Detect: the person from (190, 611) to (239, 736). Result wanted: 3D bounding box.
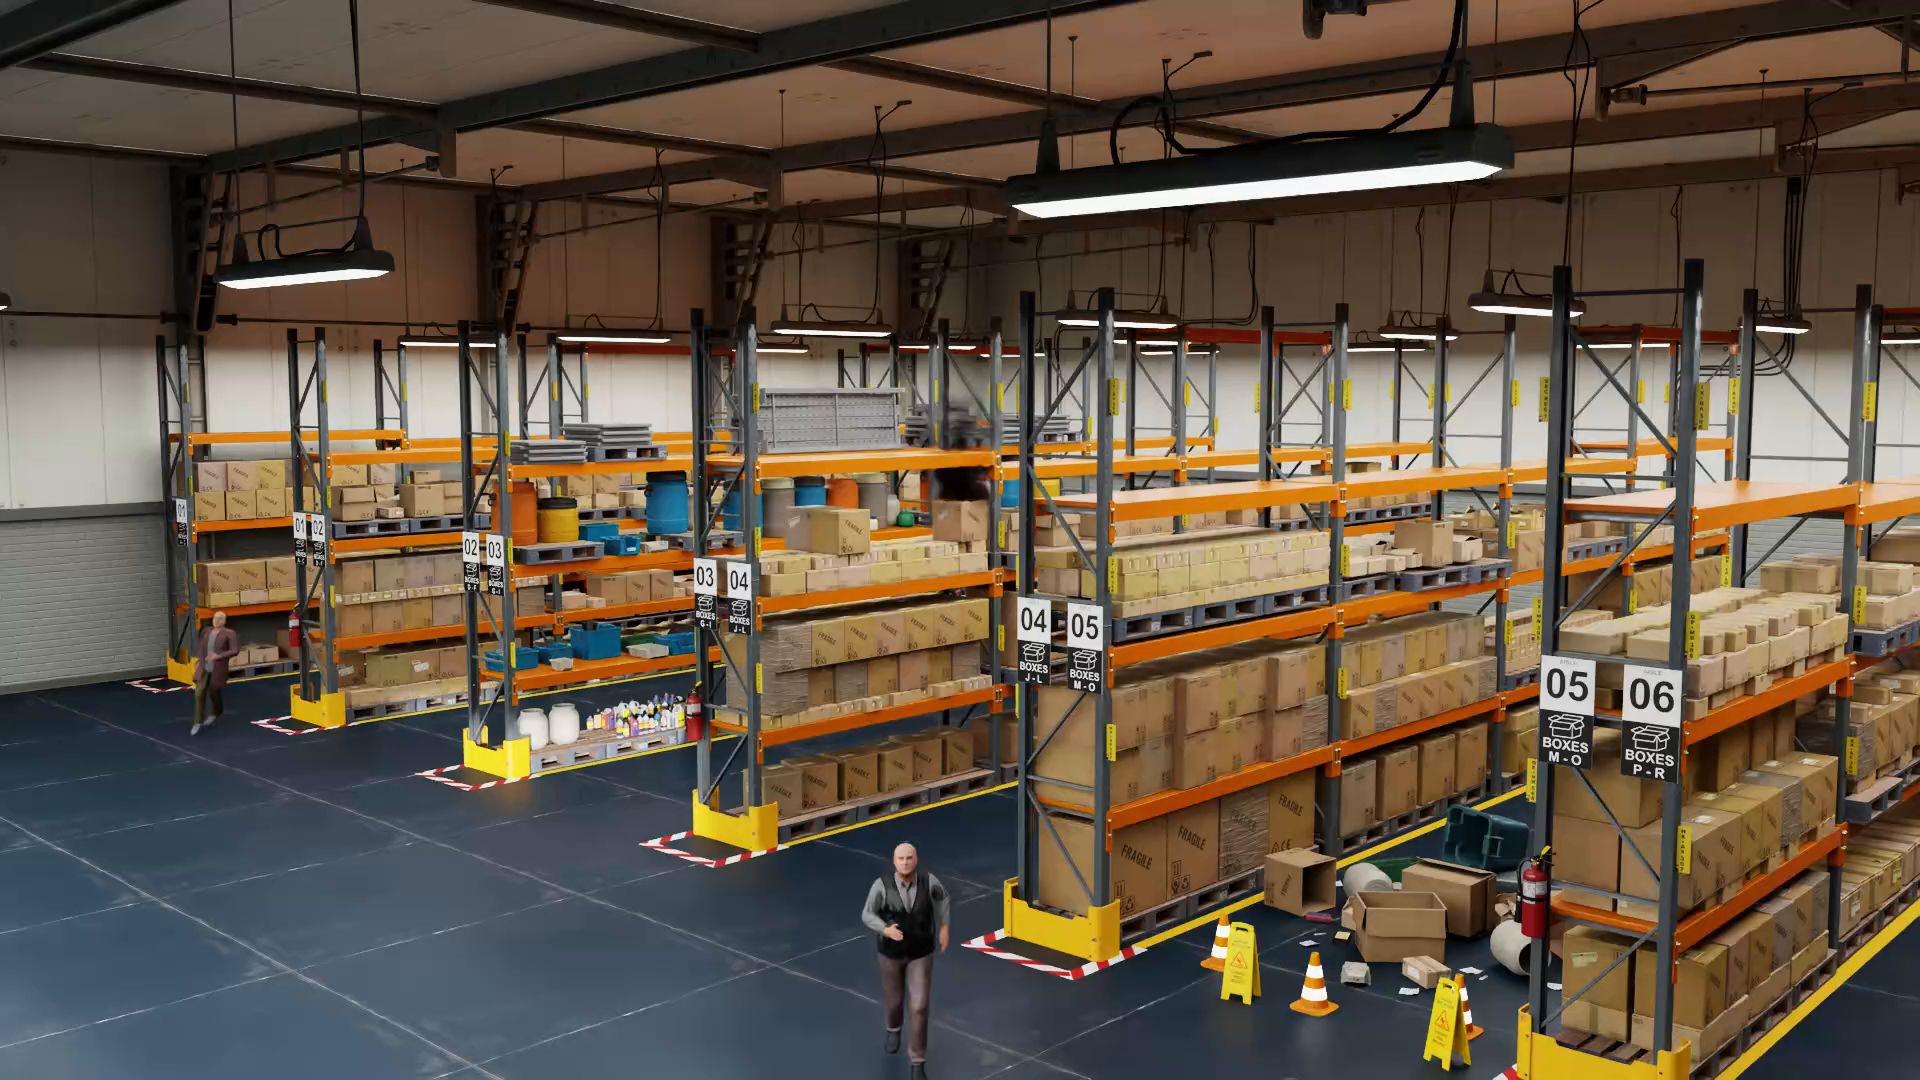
[{"bbox_3d":[-11.092,1.949,24.765,0.714,1.769,0.985,0,5,-3],"label":"person"}]

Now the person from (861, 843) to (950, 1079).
[{"bbox_3d":[-0.403,3.137,12.502,0.674,1.774,0.815,0,5,-4],"label":"person"}]

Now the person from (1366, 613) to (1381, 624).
[{"bbox_3d":[6.319,1.909,25.722,0.584,1.691,0.668,4,6,34],"label":"person"}]
